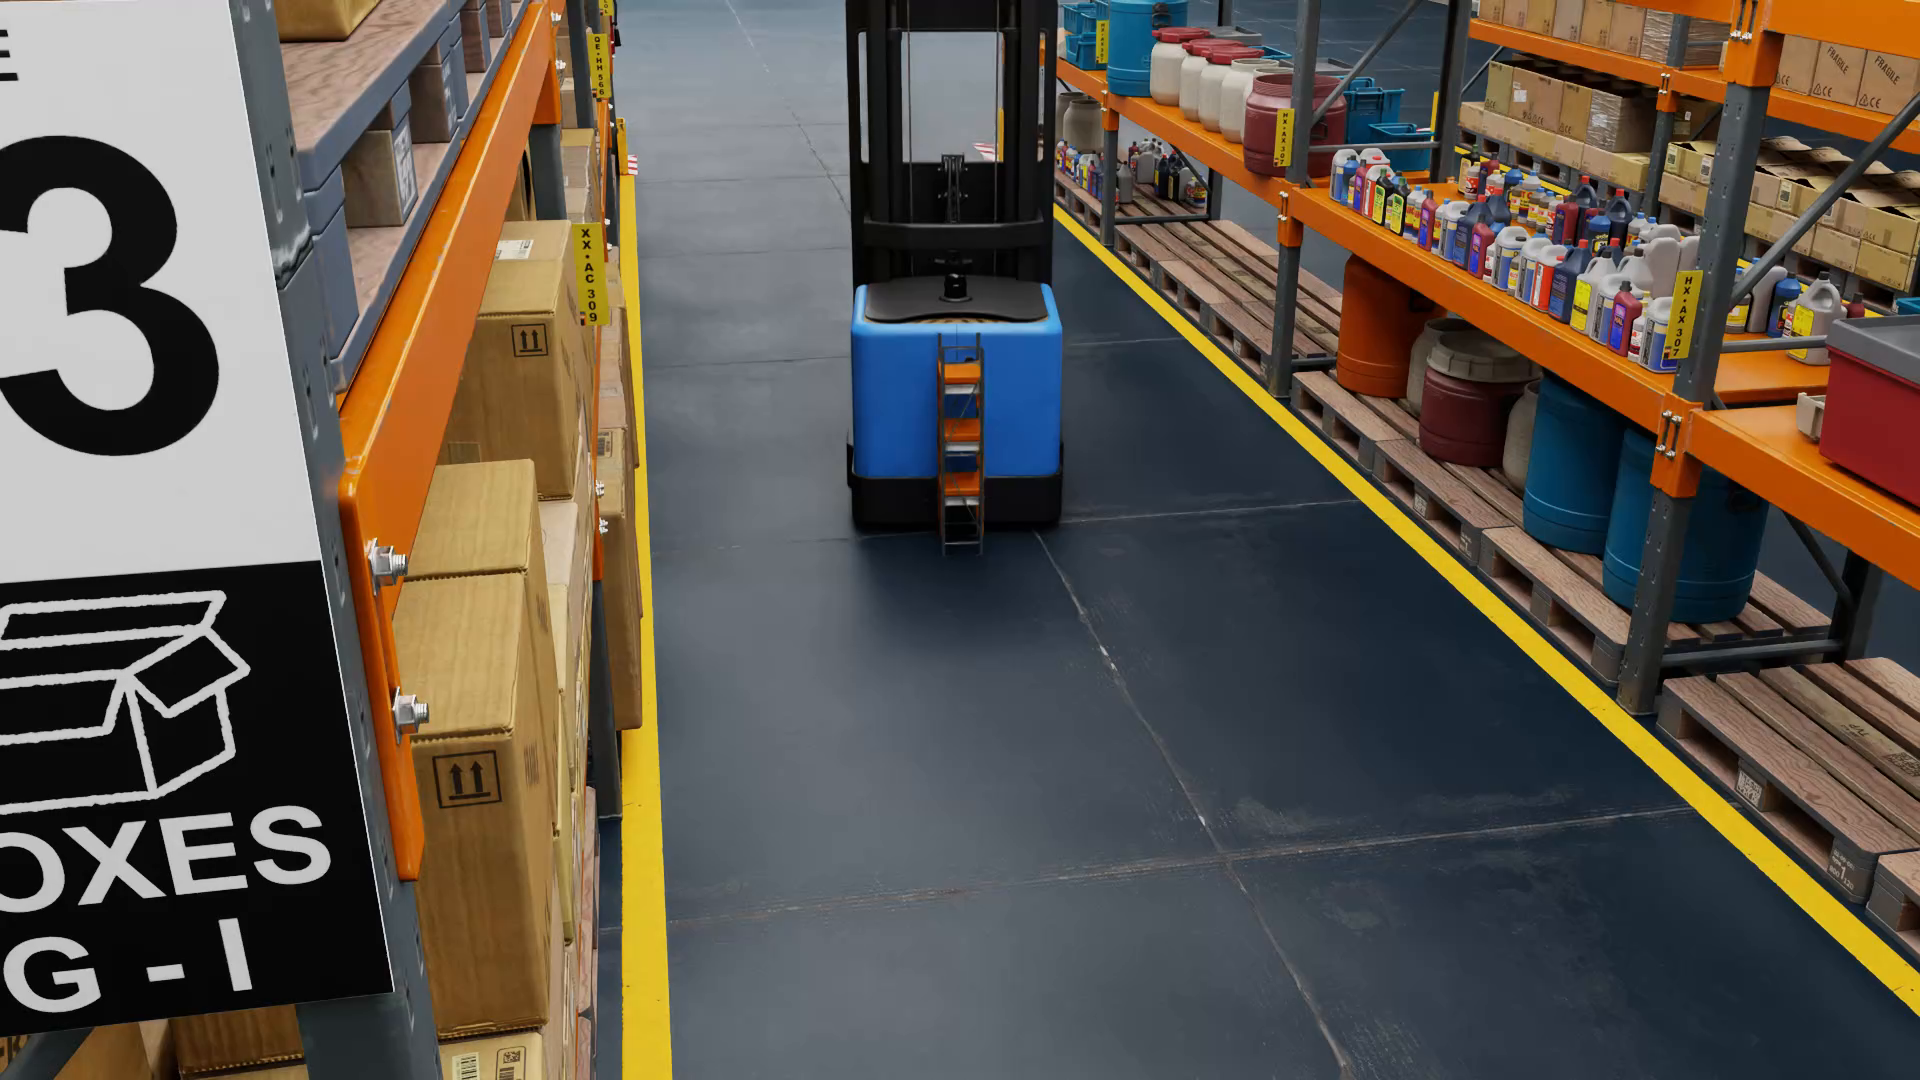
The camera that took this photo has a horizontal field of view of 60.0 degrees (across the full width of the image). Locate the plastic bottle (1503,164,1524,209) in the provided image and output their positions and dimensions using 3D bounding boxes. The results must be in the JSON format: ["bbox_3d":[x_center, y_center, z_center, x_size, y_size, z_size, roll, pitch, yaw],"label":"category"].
[{"bbox_3d":[2.993,-1.899,9.012,0.097,0.271,0.097,0,24,0],"label":"plastic bottle"}]

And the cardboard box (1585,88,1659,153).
[{"bbox_3d":[6.164,-3.878,15.356,0.500,0.500,0.500,-4,24,-10],"label":"cardboard box"}]

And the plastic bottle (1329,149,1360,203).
[{"bbox_3d":[2.179,-2.049,9.348,0.152,0.276,0.135,-4,24,-10],"label":"plastic bottle"}]

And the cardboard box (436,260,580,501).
[{"bbox_3d":[-1.275,-0.413,4.326,0.500,0.500,0.500,-4,24,-9],"label":"cardboard box"}]

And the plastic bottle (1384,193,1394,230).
[{"bbox_3d":[2.284,-1.733,8.717,0.097,0.201,0.097,0,24,0],"label":"plastic bottle"}]

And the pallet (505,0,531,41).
[{"bbox_3d":[-1.570,-1.371,4.005,1.003,0.211,1.213,-4,24,-10],"label":"pallet"}]

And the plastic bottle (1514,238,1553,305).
[{"bbox_3d":[2.580,-1.196,7.395,0.152,0.276,0.135,-4,24,-10],"label":"plastic bottle"}]

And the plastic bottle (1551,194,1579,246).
[{"bbox_3d":[3.015,-1.586,8.279,0.061,0.283,0.133,-4,24,-10],"label":"plastic bottle"}]

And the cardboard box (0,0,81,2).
[{"bbox_3d":[-1.120,-0.646,1.459,0.700,0.500,0.500,-6,24,-13],"label":"cardboard box"}]

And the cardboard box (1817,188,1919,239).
[{"bbox_3d":[6.754,-2.445,12.310,0.500,0.311,0.500,-4,24,-10],"label":"cardboard box"}]

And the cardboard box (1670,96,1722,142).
[{"bbox_3d":[6.768,-3.720,14.993,0.500,0.500,0.500,-4,24,-10],"label":"cardboard box"}]

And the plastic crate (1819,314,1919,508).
[{"bbox_3d":[3.075,-0.414,5.294,0.402,0.464,0.583,-4,24,-10],"label":"plastic crate"}]

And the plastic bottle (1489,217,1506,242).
[{"bbox_3d":[2.524,-1.385,7.835,0.097,0.271,0.097,0,24,0],"label":"plastic bottle"}]

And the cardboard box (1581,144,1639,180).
[{"bbox_3d":[6.163,-3.534,15.505,0.500,0.250,0.500,-4,24,-10],"label":"cardboard box"}]

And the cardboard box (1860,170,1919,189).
[{"bbox_3d":[7.184,-2.691,12.874,0.500,0.311,0.500,-5,24,-10],"label":"cardboard box"}]

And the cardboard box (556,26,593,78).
[{"bbox_3d":[-2.779,-3.071,10.881,0.797,0.503,0.637,-2,24,-4],"label":"cardboard box"}]

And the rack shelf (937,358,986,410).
[{"bbox_3d":[0.004,-0.700,7.859,0.215,0.259,0.240,-2,24,-4],"label":"rack shelf"}]

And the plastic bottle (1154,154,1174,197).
[{"bbox_3d":[1.794,-3.198,14.585,0.144,0.351,0.185,-4,24,-10],"label":"plastic bottle"}]

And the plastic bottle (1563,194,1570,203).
[{"bbox_3d":[3.122,-1.669,8.470,0.061,0.283,0.133,-4,24,-10],"label":"plastic bottle"}]

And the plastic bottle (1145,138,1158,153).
[{"bbox_3d":[1.788,-3.524,15.330,0.144,0.351,0.185,-3,24,-8],"label":"plastic bottle"}]

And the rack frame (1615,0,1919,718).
[{"bbox_3d":[3.157,-0.726,6.166,1.000,3.000,0.127,-4,24,-10],"label":"rack frame"}]

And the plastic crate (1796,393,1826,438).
[{"bbox_3d":[3.102,-0.439,5.763,0.396,0.136,0.243,-4,24,-10],"label":"plastic crate"}]

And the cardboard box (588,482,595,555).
[{"bbox_3d":[-1.285,-0.048,4.925,0.380,0.149,0.250,-4,24,-9],"label":"cardboard box"}]

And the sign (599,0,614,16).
[{"bbox_3d":[-2.646,-4.080,12.397,0.100,0.325,0.005,-4,24,-10],"label":"sign"}]

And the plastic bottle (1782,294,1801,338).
[{"bbox_3d":[3.444,-0.908,6.829,0.097,0.201,0.097,0,24,0],"label":"plastic bottle"}]

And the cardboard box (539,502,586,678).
[{"bbox_3d":[-1.179,0.131,4.018,0.500,0.250,0.500,-4,24,-9],"label":"cardboard box"}]

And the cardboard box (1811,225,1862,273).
[{"bbox_3d":[6.760,-2.187,12.420,0.500,0.250,0.500,-4,24,-9],"label":"cardboard box"}]

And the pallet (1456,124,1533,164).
[{"bbox_3d":[5.989,-4.236,17.685,1.003,0.211,1.213,-4,24,-10],"label":"pallet"}]

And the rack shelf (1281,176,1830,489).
[{"bbox_3d":[2.787,-1.183,8.111,1.077,0.370,4.000,-4,24,-10],"label":"rack shelf"}]

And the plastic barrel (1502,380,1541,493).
[{"bbox_3d":[2.925,-0.501,8.234,0.421,0.512,0.421,0,24,0],"label":"plastic barrel"}]

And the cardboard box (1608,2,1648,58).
[{"bbox_3d":[6.354,-4.665,15.059,0.700,0.500,0.500,-5,24,-10],"label":"cardboard box"}]

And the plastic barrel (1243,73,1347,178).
[{"bbox_3d":[2.033,-2.522,10.107,0.600,0.536,0.708,-4,24,-10],"label":"plastic barrel"}]

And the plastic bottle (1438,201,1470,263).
[{"bbox_3d":[2.436,-1.503,8.099,0.152,0.276,0.135,-4,24,-10],"label":"plastic bottle"}]

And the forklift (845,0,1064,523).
[{"bbox_3d":[-0.048,-1.972,9.102,1.130,2.935,3.031,-1,24,-1],"label":"forklift"}]

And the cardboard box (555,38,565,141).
[{"bbox_3d":[-2.331,-2.150,8.047,0.797,0.503,0.637,-3,24,-8],"label":"cardboard box"}]

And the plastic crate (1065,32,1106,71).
[{"bbox_3d":[1.206,-4.220,14.351,0.499,0.251,0.616,-4,24,-10],"label":"plastic crate"}]

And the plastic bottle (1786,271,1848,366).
[{"bbox_3d":[3.403,-0.882,6.584,0.144,0.351,0.185,-4,24,-10],"label":"plastic bottle"}]

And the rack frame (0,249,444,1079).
[{"bbox_3d":[-0.971,1.213,1.724,1.000,3.000,0.127,-4,24,-10],"label":"rack frame"}]

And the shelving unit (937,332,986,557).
[{"bbox_3d":[0.004,-0.450,7.968,0.215,1.050,0.252,-2,24,-4],"label":"shelving unit"}]

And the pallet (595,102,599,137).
[{"bbox_3d":[-2.857,-2.621,10.743,1.003,0.211,1.213,-4,24,-10],"label":"pallet"}]

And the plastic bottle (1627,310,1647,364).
[{"bbox_3d":[2.718,-0.810,6.605,0.097,0.201,0.097,0,24,0],"label":"plastic bottle"}]

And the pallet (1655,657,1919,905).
[{"bbox_3d":[3.331,0.838,6.068,1.003,0.211,1.213,-4,24,-10],"label":"pallet"}]

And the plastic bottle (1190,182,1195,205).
[{"bbox_3d":[2.030,-2.990,14.295,0.097,0.201,0.097,0,24,0],"label":"plastic bottle"}]

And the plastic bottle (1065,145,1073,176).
[{"bbox_3d":[1.030,-3.527,15.437,0.097,0.271,0.097,0,24,0],"label":"plastic bottle"}]

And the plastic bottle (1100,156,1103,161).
[{"bbox_3d":[1.276,-3.282,14.861,0.061,0.283,0.133,-4,24,-10],"label":"plastic bottle"}]

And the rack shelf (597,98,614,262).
[{"bbox_3d":[-2.820,-2.390,10.874,1.077,0.370,4.000,-4,24,-10],"label":"rack shelf"}]

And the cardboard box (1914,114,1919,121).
[{"bbox_3d":[6.994,-3.047,11.793,0.380,0.149,0.250,-3,24,-6],"label":"cardboard box"}]

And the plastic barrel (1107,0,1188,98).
[{"bbox_3d":[1.451,-3.929,12.871,0.600,0.901,0.708,-4,24,-10],"label":"plastic barrel"}]

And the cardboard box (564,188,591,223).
[{"bbox_3d":[-1.837,-1.203,7.131,0.500,0.500,0.500,-4,24,-9],"label":"cardboard box"}]

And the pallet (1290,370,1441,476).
[{"bbox_3d":[2.604,-0.715,9.623,1.003,0.211,1.213,-4,24,-10],"label":"pallet"}]

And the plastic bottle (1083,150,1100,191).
[{"bbox_3d":[1.180,-3.295,14.807,0.144,0.351,0.185,-4,24,-10],"label":"plastic bottle"}]

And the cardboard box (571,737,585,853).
[{"bbox_3d":[-0.998,0.560,3.535,0.380,0.149,0.250,-5,24,-11],"label":"cardboard box"}]

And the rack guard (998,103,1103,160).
[{"bbox_3d":[0.998,-4.275,17.413,1.175,0.500,0.348,-4,24,-10],"label":"rack guard"}]
